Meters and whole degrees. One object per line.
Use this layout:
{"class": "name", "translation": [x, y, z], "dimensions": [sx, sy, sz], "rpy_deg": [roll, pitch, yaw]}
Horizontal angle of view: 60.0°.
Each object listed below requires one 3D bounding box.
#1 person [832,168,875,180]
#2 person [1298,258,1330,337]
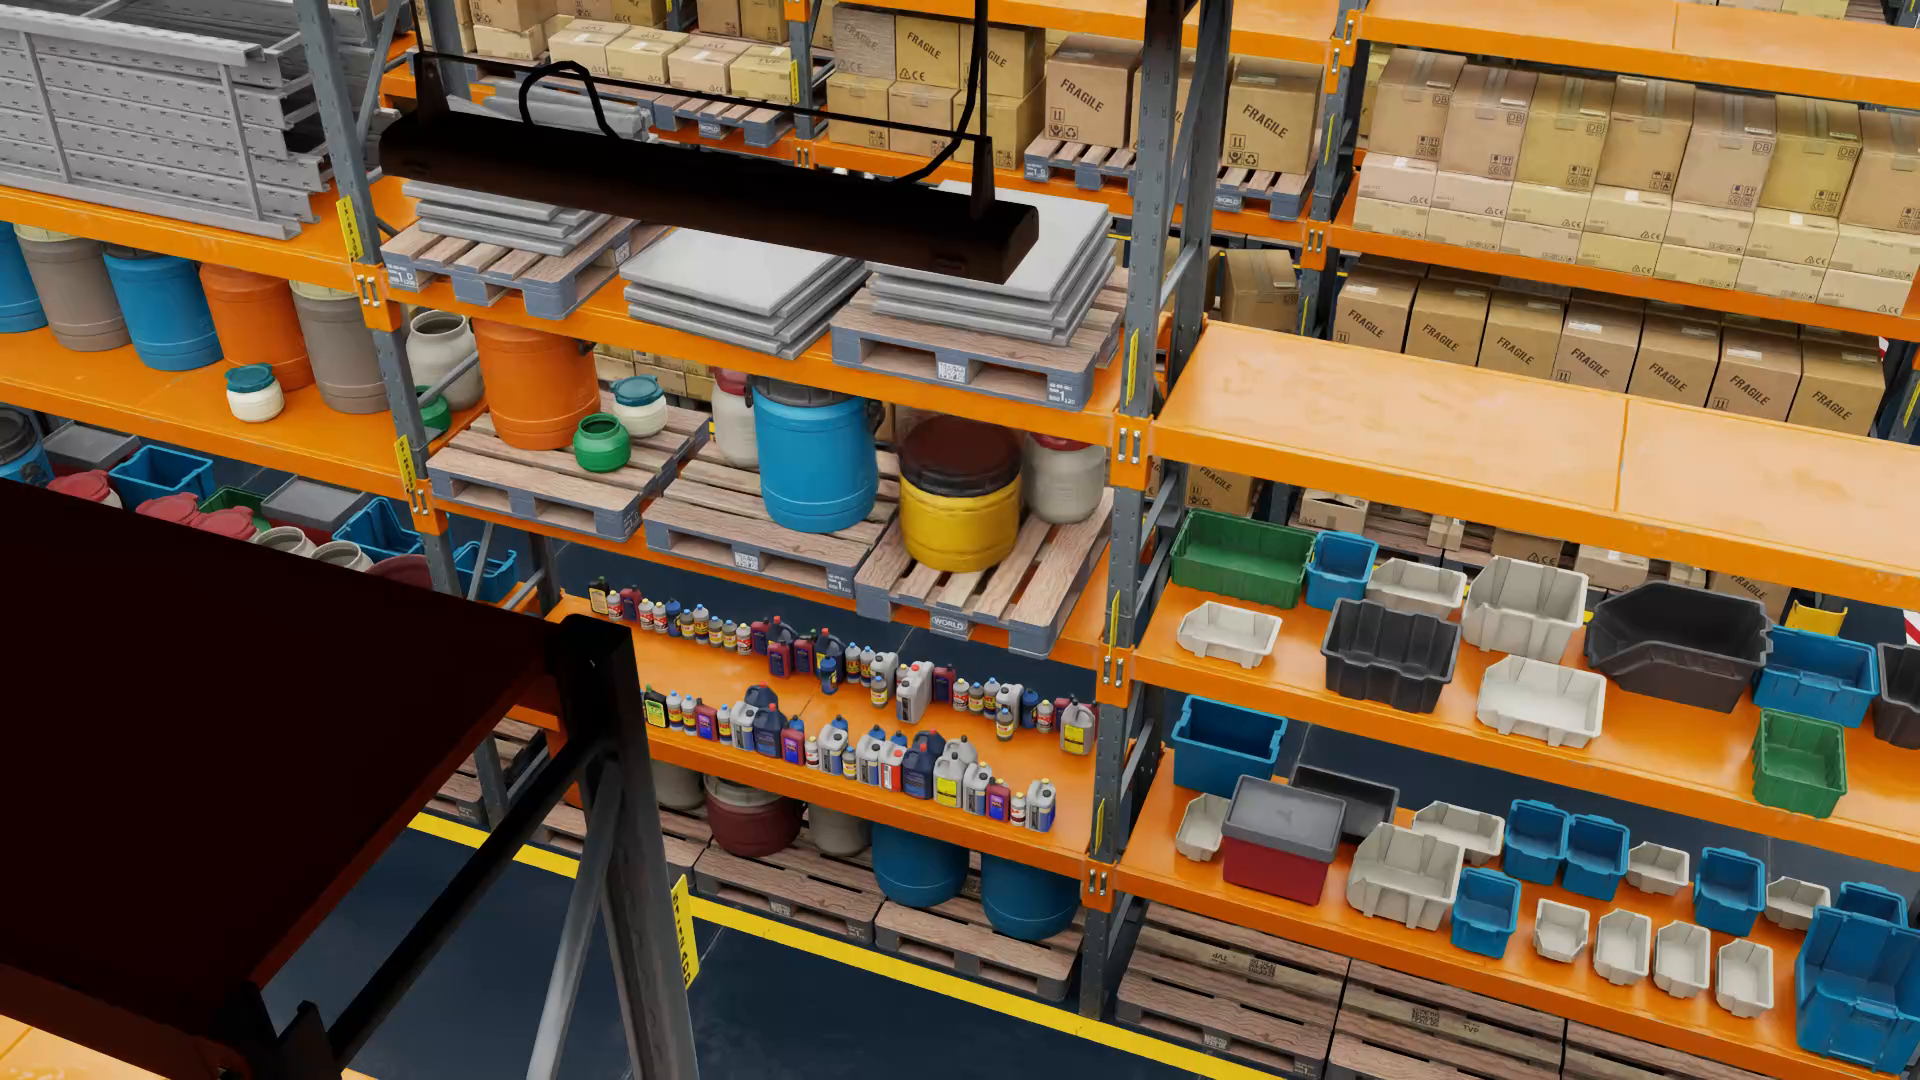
{"class": "person", "translation": [-1.059, -3.056, 16.030], "dimensions": [0.484, 1.763, 0.579], "rpy_deg": [19, 41, 24]}
{"class": "person", "translation": [2.991, -1.846, 14.525], "dimensions": [1.043, 1.584, 0.524], "rpy_deg": [12, 38, 15]}
